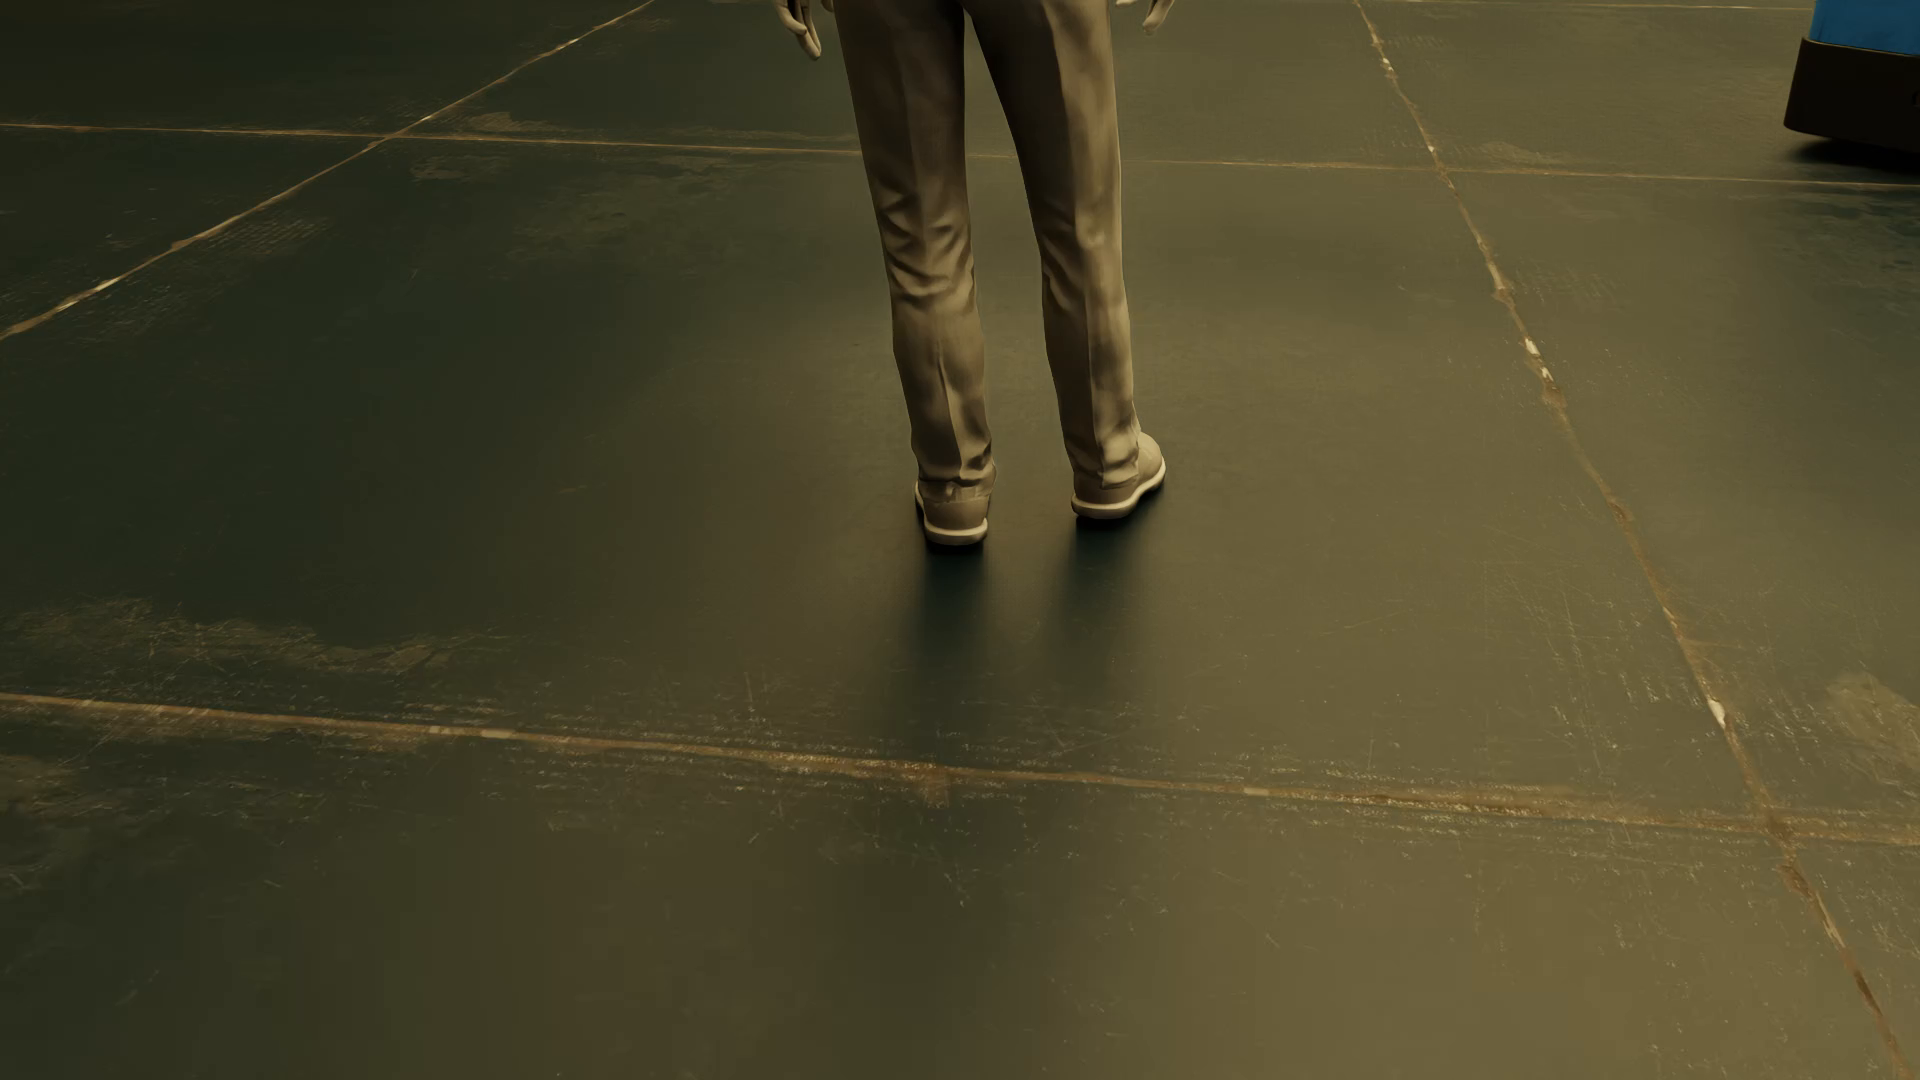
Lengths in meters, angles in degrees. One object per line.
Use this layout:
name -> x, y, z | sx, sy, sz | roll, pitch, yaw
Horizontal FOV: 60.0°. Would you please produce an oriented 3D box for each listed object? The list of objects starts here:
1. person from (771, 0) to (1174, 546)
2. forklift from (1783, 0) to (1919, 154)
person -> 0.016, -0.795, 2.179 | 0.587, 1.694, 0.530 | 3, 27, 7
forklift -> 3.777, -2.643, 4.515 | 3.031, 2.935, 1.130 | -20, 33, -34
